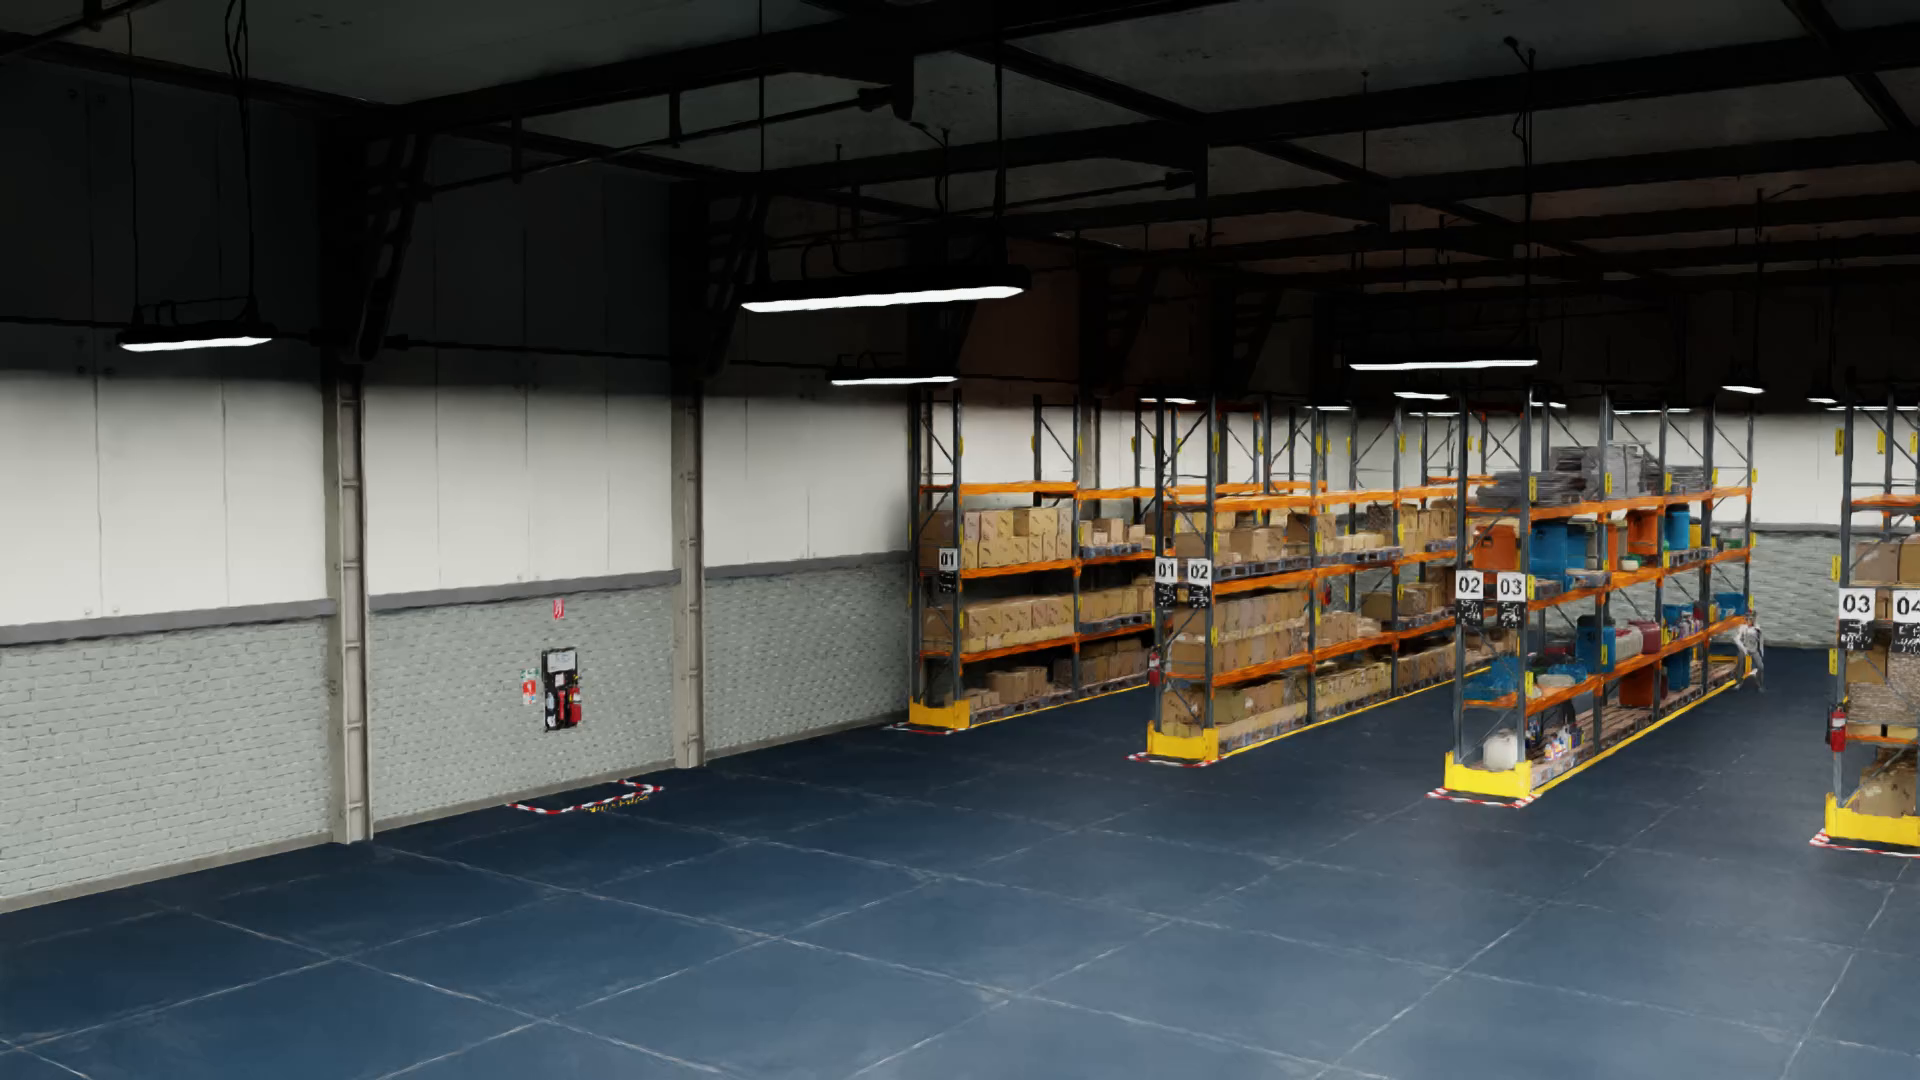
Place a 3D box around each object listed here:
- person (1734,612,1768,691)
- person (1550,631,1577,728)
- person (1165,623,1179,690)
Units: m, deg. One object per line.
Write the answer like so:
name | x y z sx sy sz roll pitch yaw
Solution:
person | 16.095 2.257 33.906 0.630 1.618 0.758 1 3 14
person | 10.205 2.367 28.104 0.477 1.660 0.523 2 4 29
person | 4.005 2.388 30.947 0.432 1.677 0.496 0 3 5
